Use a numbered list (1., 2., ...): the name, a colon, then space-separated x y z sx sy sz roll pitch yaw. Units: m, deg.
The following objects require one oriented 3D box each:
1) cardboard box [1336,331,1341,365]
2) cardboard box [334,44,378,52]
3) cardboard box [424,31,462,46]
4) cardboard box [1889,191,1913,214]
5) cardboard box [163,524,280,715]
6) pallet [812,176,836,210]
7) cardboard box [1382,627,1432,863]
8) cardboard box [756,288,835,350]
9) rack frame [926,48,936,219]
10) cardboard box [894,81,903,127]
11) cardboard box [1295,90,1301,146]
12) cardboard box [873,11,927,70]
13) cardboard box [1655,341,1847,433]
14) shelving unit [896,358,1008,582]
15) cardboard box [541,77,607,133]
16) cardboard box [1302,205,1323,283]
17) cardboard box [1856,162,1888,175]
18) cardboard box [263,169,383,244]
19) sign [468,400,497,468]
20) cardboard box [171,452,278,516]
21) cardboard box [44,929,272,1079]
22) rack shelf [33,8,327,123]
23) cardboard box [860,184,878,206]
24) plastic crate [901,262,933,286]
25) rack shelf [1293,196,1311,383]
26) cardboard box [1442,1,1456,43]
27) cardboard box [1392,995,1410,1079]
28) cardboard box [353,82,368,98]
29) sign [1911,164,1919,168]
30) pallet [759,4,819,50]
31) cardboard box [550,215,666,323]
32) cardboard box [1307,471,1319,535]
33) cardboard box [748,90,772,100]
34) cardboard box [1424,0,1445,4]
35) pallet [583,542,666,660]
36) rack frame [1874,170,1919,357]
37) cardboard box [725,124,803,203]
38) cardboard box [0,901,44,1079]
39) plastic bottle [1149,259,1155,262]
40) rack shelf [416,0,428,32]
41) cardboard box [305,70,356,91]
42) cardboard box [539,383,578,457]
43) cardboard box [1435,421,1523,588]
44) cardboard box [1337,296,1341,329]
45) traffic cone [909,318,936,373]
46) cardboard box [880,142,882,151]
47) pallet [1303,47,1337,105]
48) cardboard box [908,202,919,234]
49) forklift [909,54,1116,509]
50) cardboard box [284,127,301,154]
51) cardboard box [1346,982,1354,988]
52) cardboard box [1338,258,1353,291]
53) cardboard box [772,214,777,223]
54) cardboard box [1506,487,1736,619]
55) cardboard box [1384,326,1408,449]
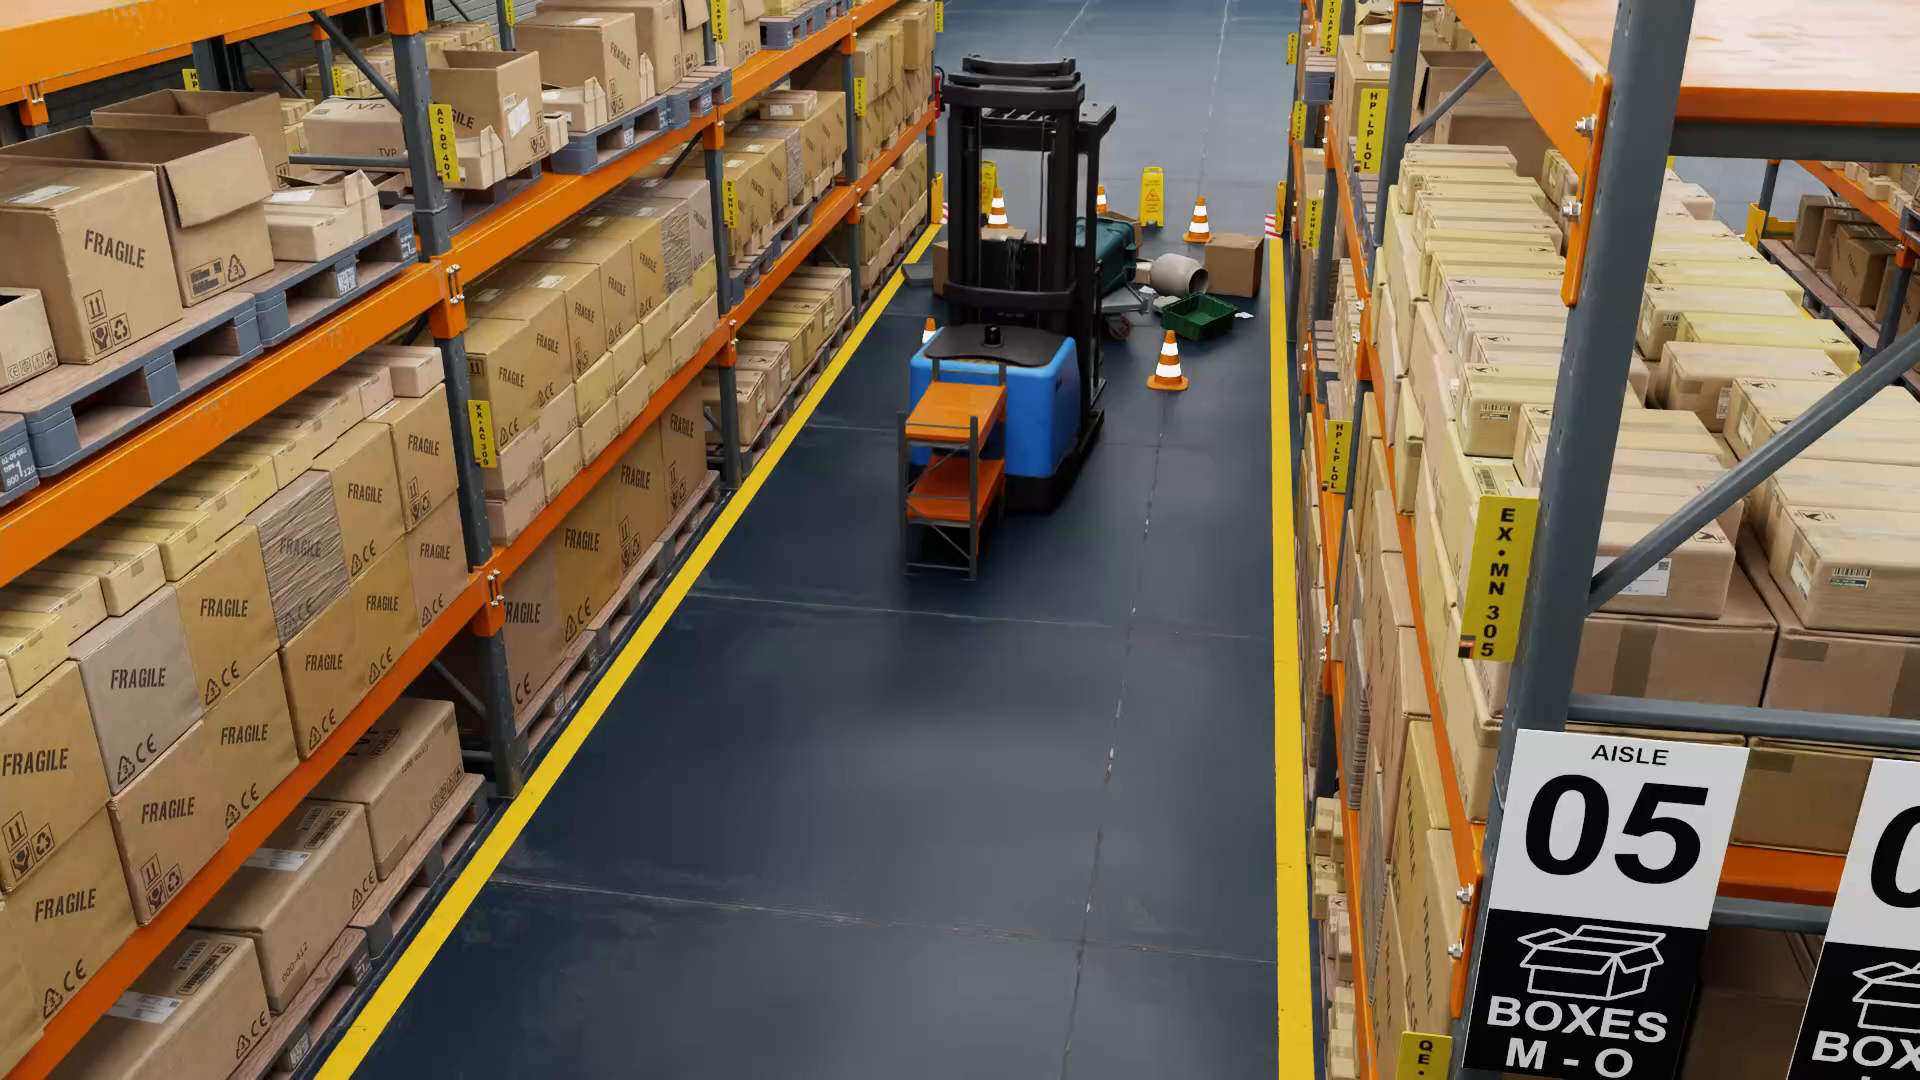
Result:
1. cardboard box: 2.453 -1.146 9.960 0.380 0.149 0.250 5 26 11
2. cardboard box: -6.264 -5.049 17.264 0.380 0.149 0.250 5 25 10
3. cardboard box: -5.668 -5.450 18.122 0.380 0.149 0.250 4 25 9
4. cardboard box: 8.139 -2.855 14.107 0.380 0.149 0.250 4 25 9
5. cardboard box: -2.800 0.257 5.864 0.500 0.500 0.500 4 25 9
6. pallet: -1.702 -3.045 14.443 1.003 0.211 1.213 4 25 9
7. cardboard box: 1.494 0.607 4.767 0.500 0.500 0.500 5 26 11
8. cardboard box: -1.631 -1.921 14.420 0.950 0.372 0.625 6 26 12
9. rack frame: -0.780 -5.114 18.637 1.000 3.000 0.127 4 25 9
10. cardboard box: -0.870 -4.419 16.684 0.500 0.500 0.500 4 25 9
11. cardboard box: 3.821 -4.266 16.649 0.875 0.550 0.550 4 25 9
12. cardboard box: -0.720 -5.087 16.930 0.700 0.500 0.500 4 25 8
13. cardboard box: 1.937 -0.369 4.080 0.380 0.149 0.250 5 25 10
14. shelving unit: -0.039 -0.477 10.943 0.538 1.125 1.048 5 26 10
15. cardboard box: -2.097 -2.323 8.800 0.396 0.266 0.258 6 26 13
16. cardboard box: 2.786 -2.137 12.160 0.500 0.500 0.500 4 25 8
17. cardboard box: 8.577 -3.541 14.808 0.875 0.500 0.500 4 25 9
18. cardboard box: -2.529 -1.339 6.580 0.396 0.266 0.258 5 26 10
19. sign: -2.193 -0.485 7.634 0.100 0.325 0.005 4 25 9
20. cardboard box: -2.748 -0.206 6.089 0.380 0.149 0.250 3 25 7
21. cardboard box: -3.244 1.882 6.219 0.875 0.438 0.875 5 25 10
22. rack shelf: -6.658 -3.980 13.524 1.077 0.370 4.000 4 25 9
23. cardboard box: -0.991 -3.296 15.851 0.380 0.149 0.250 4 25 9
24. plastic crate: -0.368 -2.719 16.964 0.402 0.080 0.583 -5 25 -10
25. rack shelf: 3.140 -1.978 12.786 1.077 0.370 4.000 4 25 9
26. cardboard box: 3.003 -3.031 9.628 0.396 0.266 0.258 4 25 9
27. cardboard box: 1.325 1.493 4.054 0.500 0.500 0.500 5 25 10
28. cardboard box: -5.978 -4.346 16.114 0.380 0.149 0.250 5 25 10
29. sign: 7.807 -3.181 13.486 0.100 0.325 0.005 4 25 9
30. pallet: -1.806 -4.030 13.004 1.213 0.211 1.003 4 25 9
31. cardboard box: -2.077 -1.610 9.853 0.500 0.500 0.500 4 25 9
32. cardboard box: 2.285 -0.175 9.655 0.500 0.250 0.500 4 25 9
33. cardboard box: -1.793 -3.635 14.514 0.500 0.500 0.500 5 25 10
34. cardboard box: 3.230 -3.491 11.194 0.500 0.250 0.500 5 25 10
35. pallet: -2.492 0.328 10.300 1.003 0.211 1.213 4 25 9
36. rack frame: 8.343 -2.755 13.597 1.000 3.000 0.127 4 25 9
37. cardboard box: -1.537 -2.960 13.072 0.500 0.500 0.500 3 25 7
38. cardboard box: -3.033 1.352 4.706 0.500 0.500 0.500 4 25 8
39. plastic bottle: 1.984 -2.844 17.255 0.133 0.061 0.283 -5 25 -10
40. rack shelf: -2.414 -3.142 8.668 1.077 0.370 4.000 4 25 9
41. cardboard box: -5.986 -4.370 15.814 0.380 0.149 0.250 5 25 10
42. cardboard box: -2.333 -0.638 8.663 0.500 0.250 0.500 4 25 9
43. cardboard box: 1.412 -0.063 3.895 0.500 0.250 0.500 3 25 7
44. cardboard box: 2.494 -1.377 10.103 0.380 0.149 0.250 5 26 11
45. traffic cone: -0.255 -1.677 14.286 0.336 0.463 0.334 4 25 9
46. cardboard box: -0.975 -3.874 16.285 0.380 0.149 0.250 4 25 8
47. pallet: 2.866 -3.013 10.834 1.213 0.211 1.003 5 26 11
48. cardboard box: -0.739 -3.486 17.908 0.500 0.250 0.500 4 25 9
49. forklift: 0.512 -2.141 12.366 1.130 2.935 3.031 6 26 13
50. cardboard box: -6.236 -3.503 14.783 0.500 0.250 0.500 3 25 7
51. cardboard box: 1.712 1.744 6.503 0.380 0.149 0.250 5 26 11
52. cardboard box: 2.546 -1.632 10.297 0.380 0.149 0.250 4 25 9
53. cardboard box: -1.646 -2.535 12.930 0.380 0.149 0.250 5 26 11
54. cardboard box: 1.270 0.021 3.245 0.380 0.149 0.250 4 25 8
55. cardboard box: 1.646 -0.483 5.383 0.500 0.250 0.500 5 26 11
